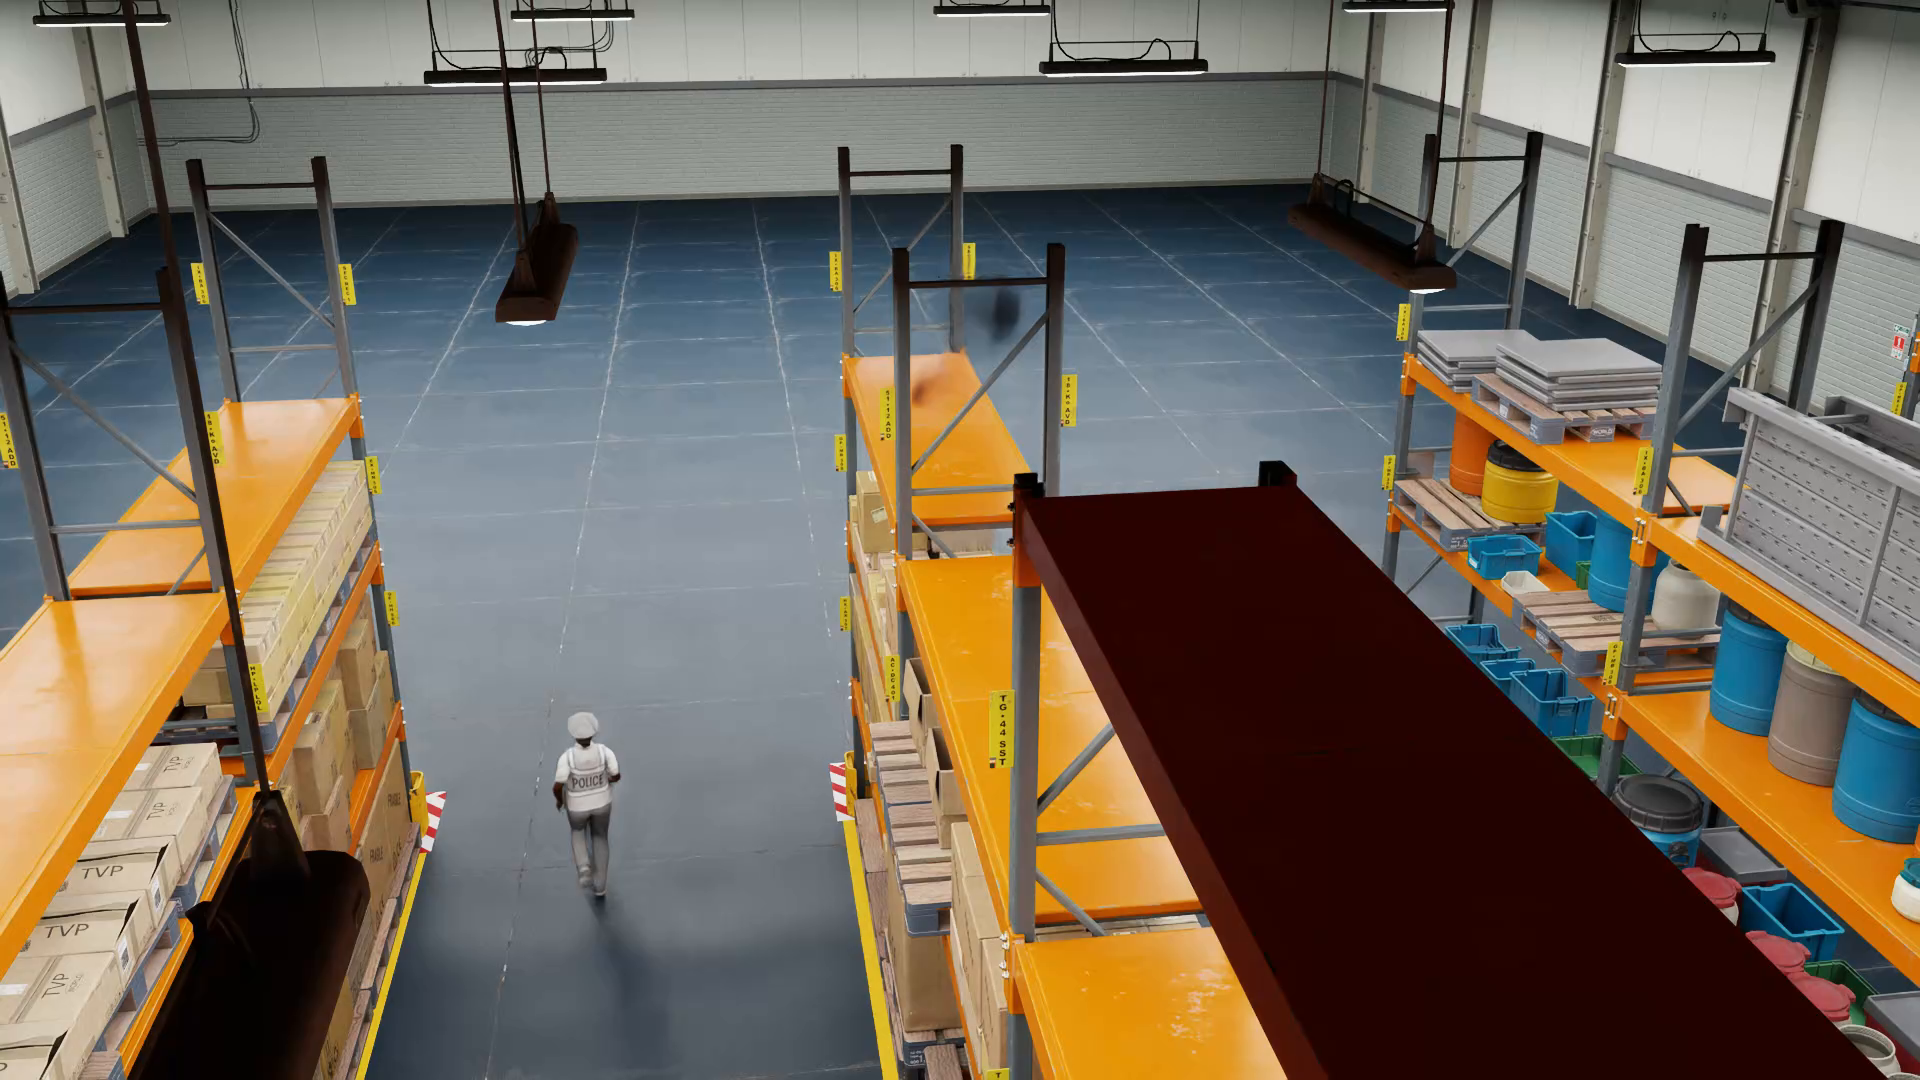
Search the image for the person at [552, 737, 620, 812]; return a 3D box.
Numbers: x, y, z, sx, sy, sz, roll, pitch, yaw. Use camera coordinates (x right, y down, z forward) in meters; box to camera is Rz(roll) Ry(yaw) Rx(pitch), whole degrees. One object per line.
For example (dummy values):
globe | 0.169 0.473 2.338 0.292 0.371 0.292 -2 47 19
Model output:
person | -3.125 1.838 13.781 0.570 0.847 0.514 -8 23 -18
